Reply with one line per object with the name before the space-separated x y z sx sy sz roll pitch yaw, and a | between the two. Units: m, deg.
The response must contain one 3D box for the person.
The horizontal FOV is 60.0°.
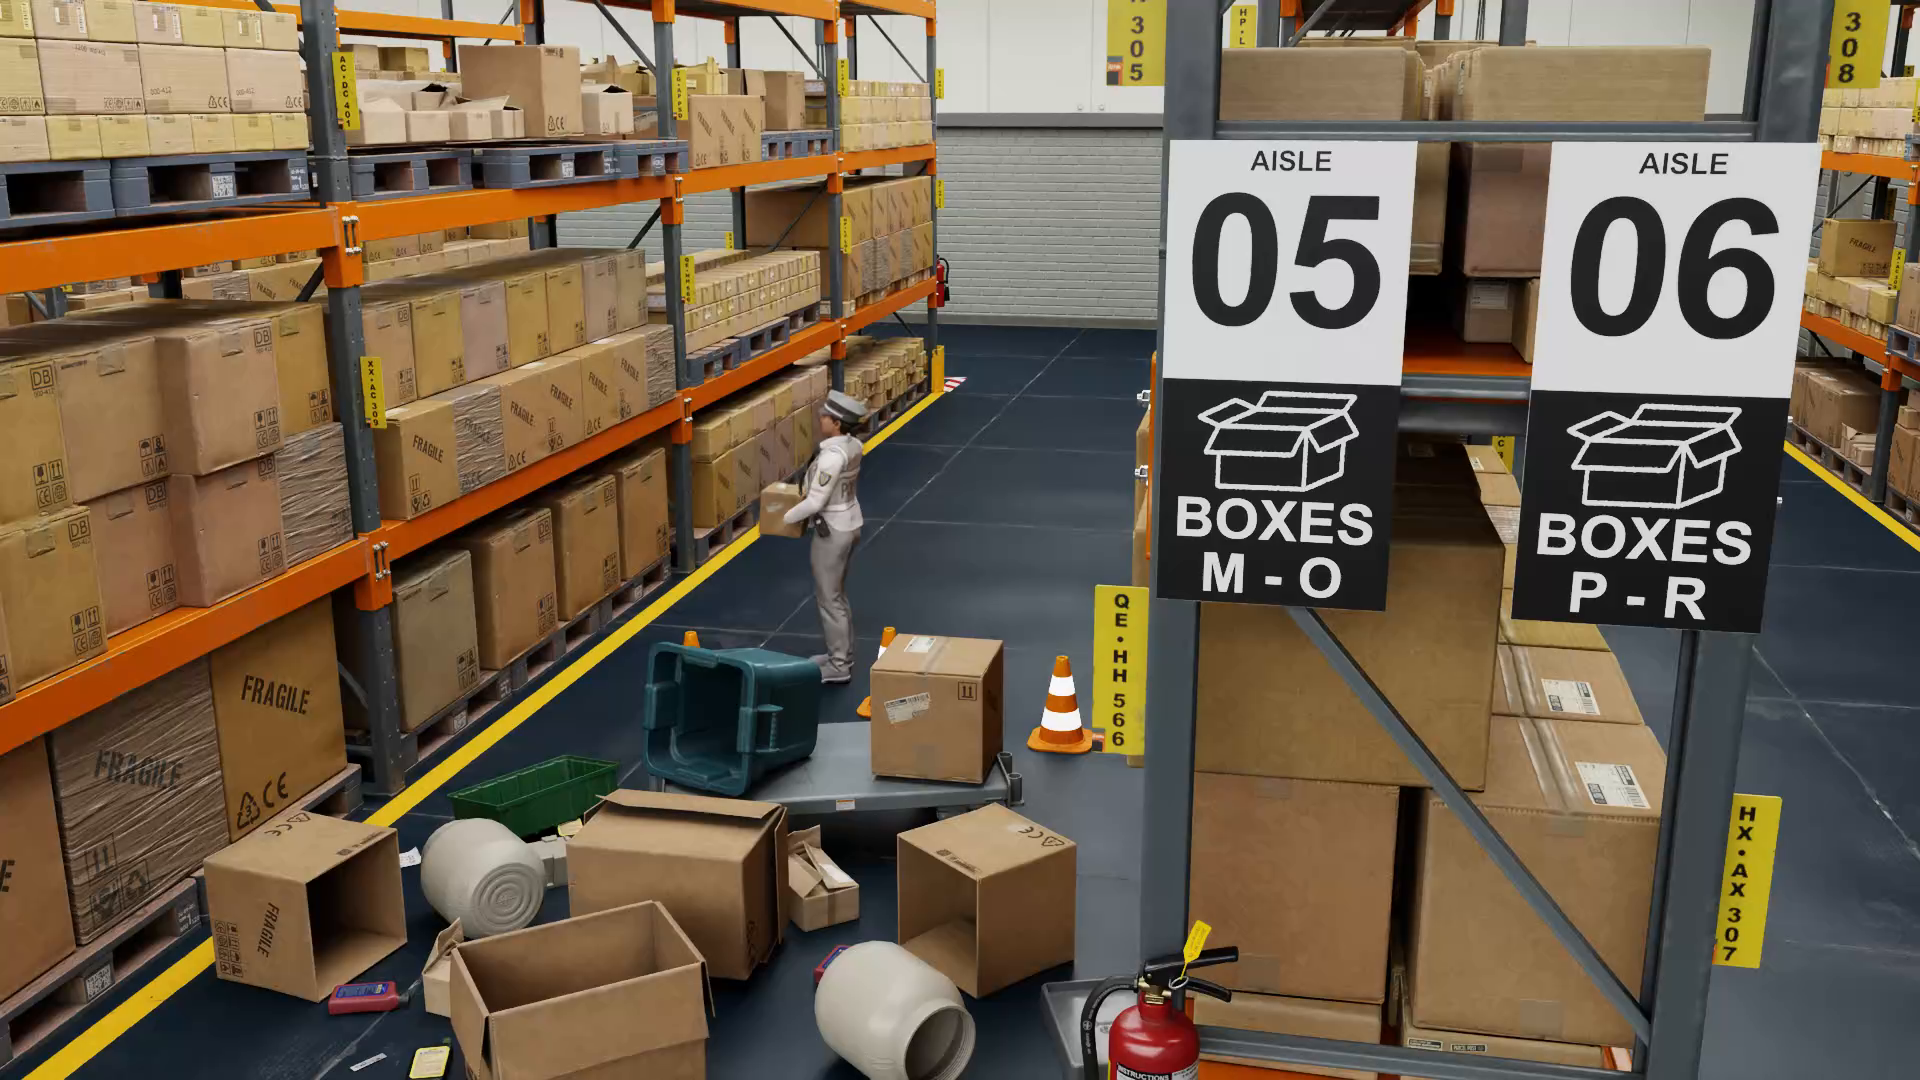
person | -0.792 -0.037 9.585 0.554 1.695 0.467 4 15 13
